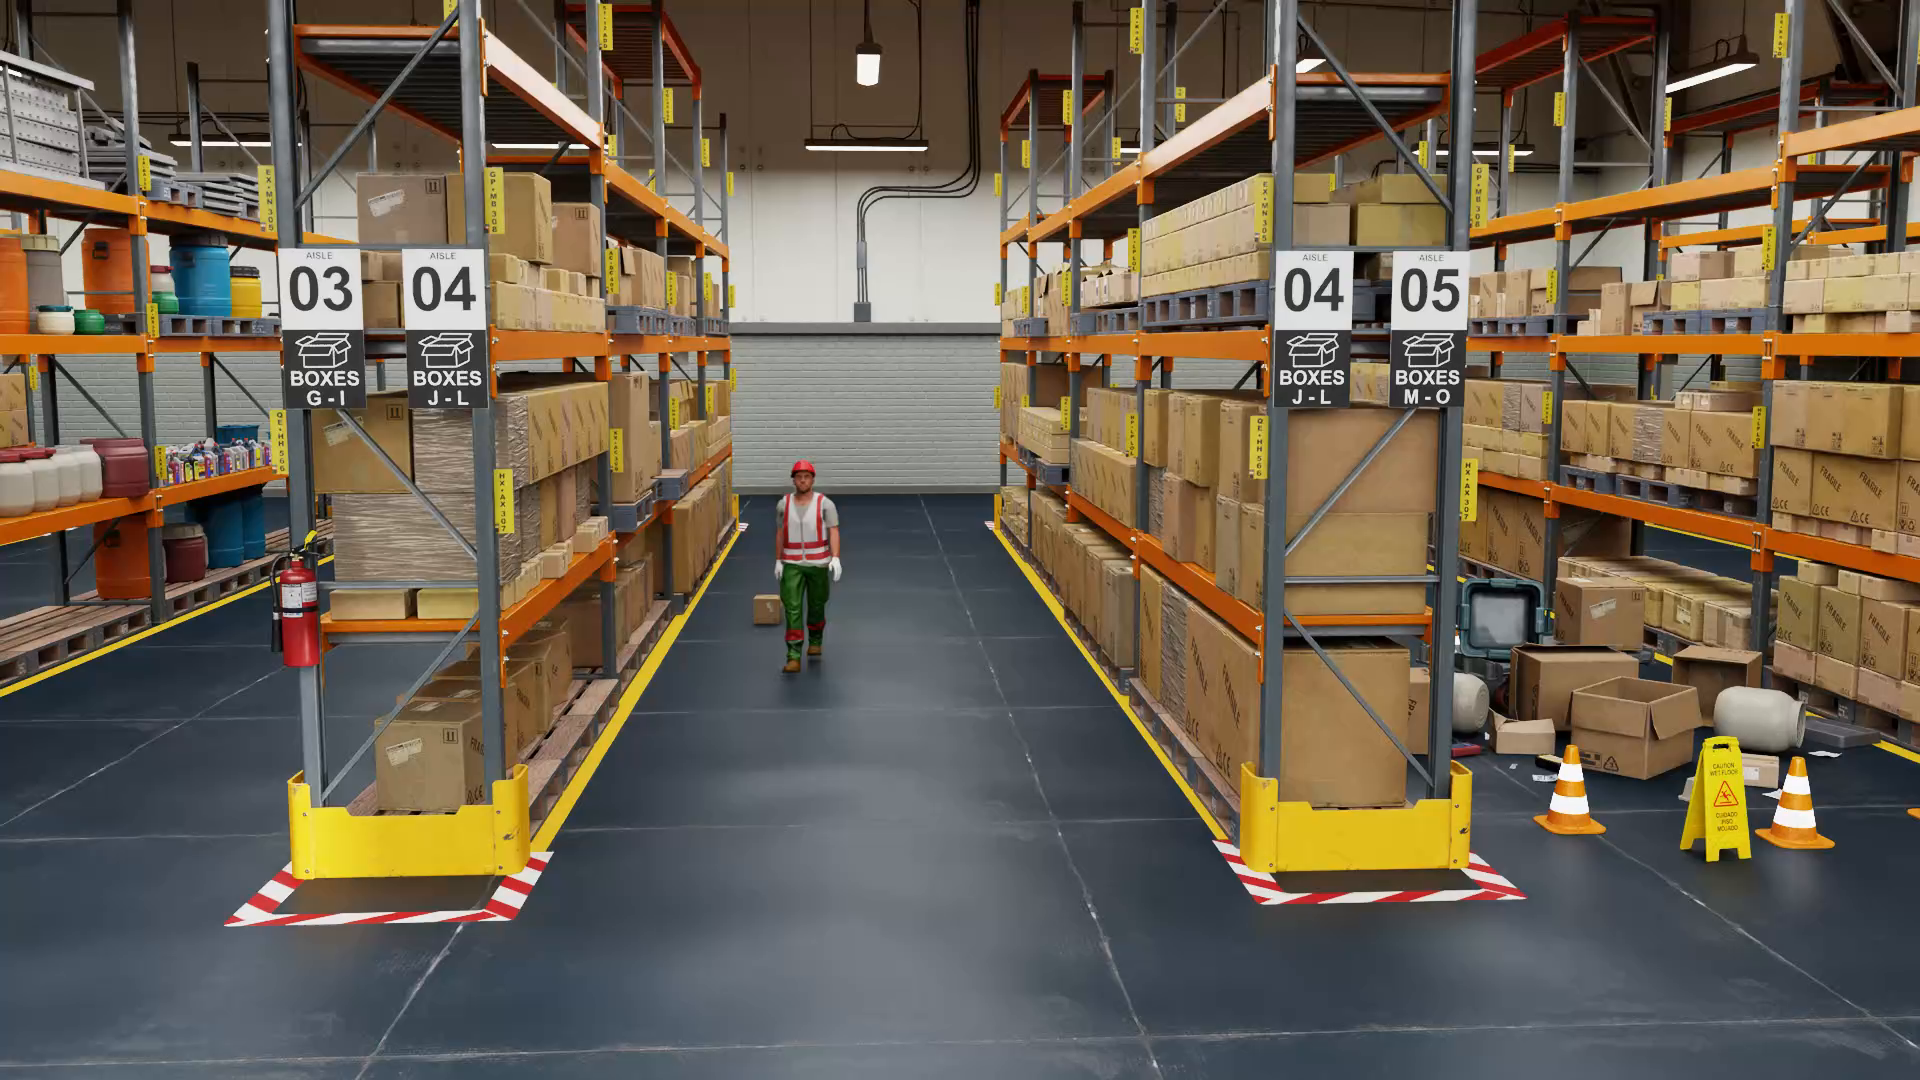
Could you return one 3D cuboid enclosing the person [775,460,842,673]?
[{"bbox_3d":[-1.274,0.206,13.908,0.583,1.740,1.057,0,7,-2],"label":"person"}]
